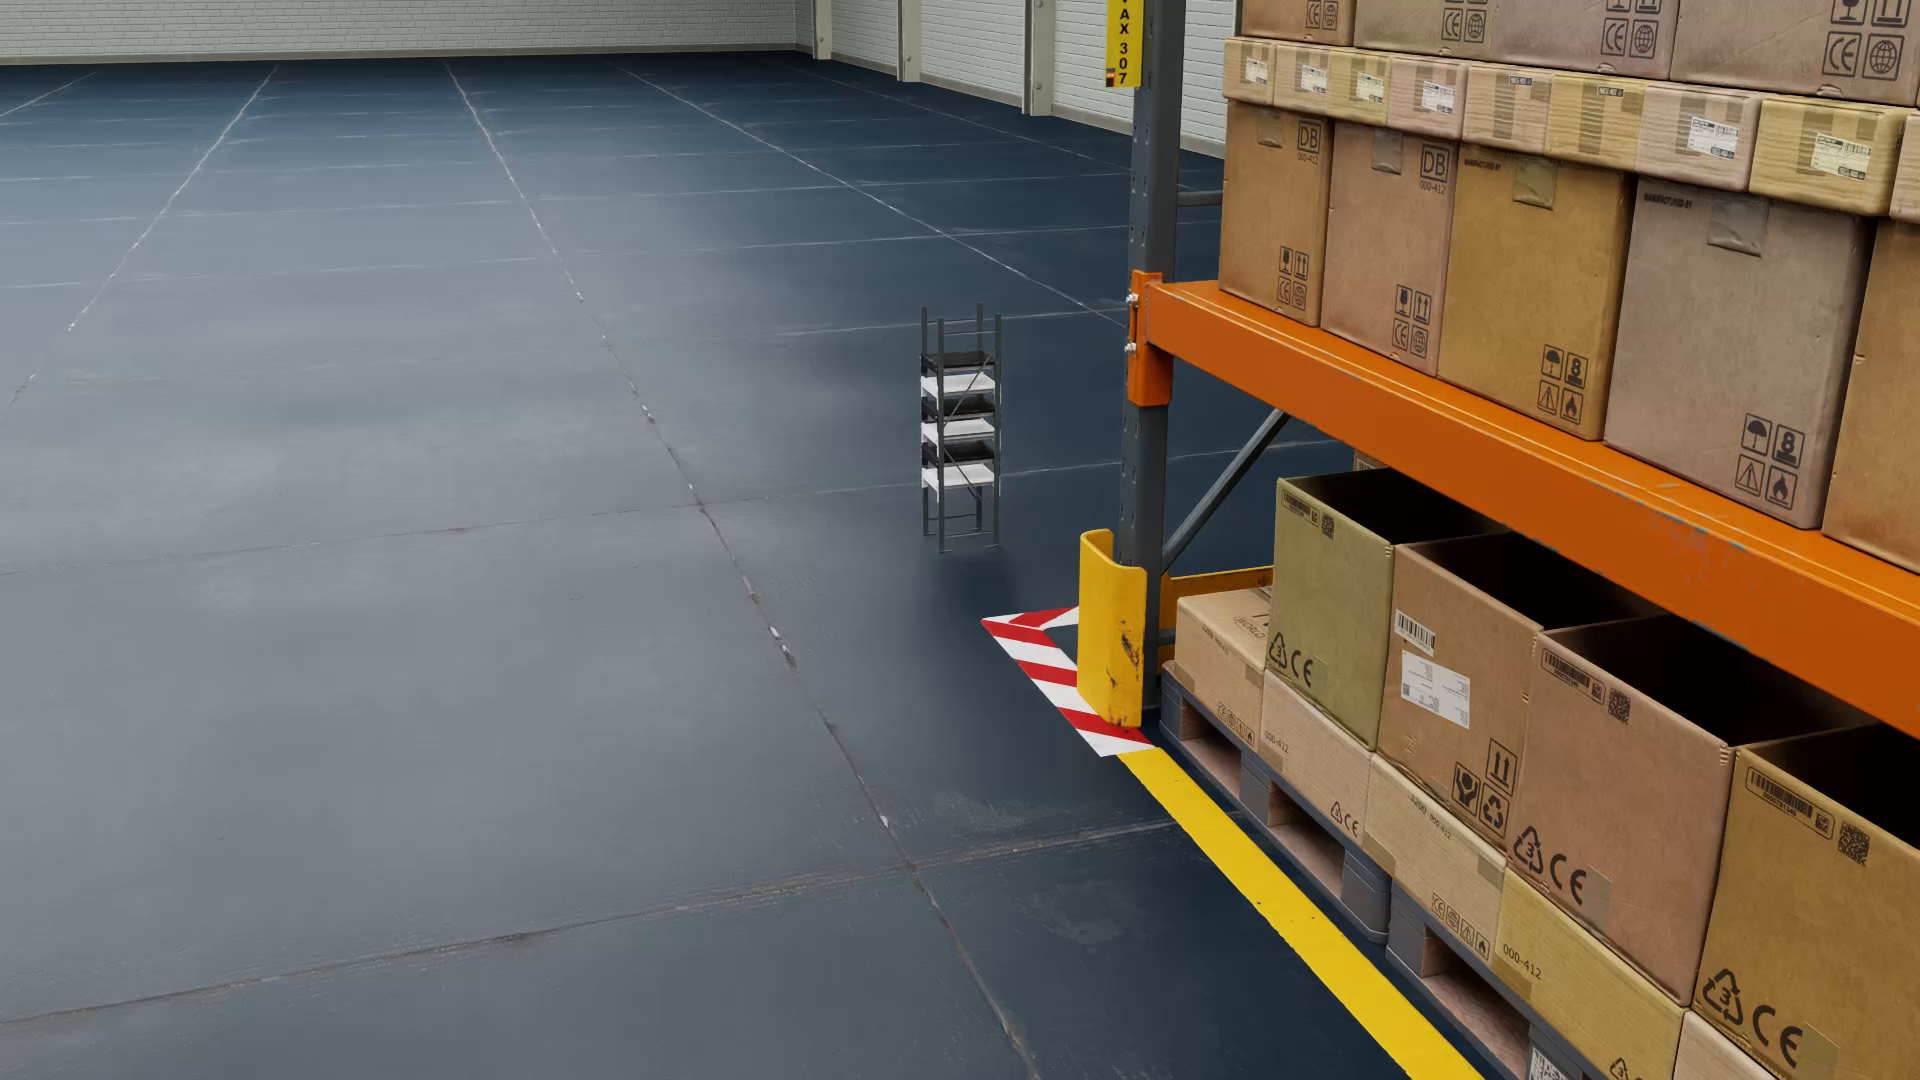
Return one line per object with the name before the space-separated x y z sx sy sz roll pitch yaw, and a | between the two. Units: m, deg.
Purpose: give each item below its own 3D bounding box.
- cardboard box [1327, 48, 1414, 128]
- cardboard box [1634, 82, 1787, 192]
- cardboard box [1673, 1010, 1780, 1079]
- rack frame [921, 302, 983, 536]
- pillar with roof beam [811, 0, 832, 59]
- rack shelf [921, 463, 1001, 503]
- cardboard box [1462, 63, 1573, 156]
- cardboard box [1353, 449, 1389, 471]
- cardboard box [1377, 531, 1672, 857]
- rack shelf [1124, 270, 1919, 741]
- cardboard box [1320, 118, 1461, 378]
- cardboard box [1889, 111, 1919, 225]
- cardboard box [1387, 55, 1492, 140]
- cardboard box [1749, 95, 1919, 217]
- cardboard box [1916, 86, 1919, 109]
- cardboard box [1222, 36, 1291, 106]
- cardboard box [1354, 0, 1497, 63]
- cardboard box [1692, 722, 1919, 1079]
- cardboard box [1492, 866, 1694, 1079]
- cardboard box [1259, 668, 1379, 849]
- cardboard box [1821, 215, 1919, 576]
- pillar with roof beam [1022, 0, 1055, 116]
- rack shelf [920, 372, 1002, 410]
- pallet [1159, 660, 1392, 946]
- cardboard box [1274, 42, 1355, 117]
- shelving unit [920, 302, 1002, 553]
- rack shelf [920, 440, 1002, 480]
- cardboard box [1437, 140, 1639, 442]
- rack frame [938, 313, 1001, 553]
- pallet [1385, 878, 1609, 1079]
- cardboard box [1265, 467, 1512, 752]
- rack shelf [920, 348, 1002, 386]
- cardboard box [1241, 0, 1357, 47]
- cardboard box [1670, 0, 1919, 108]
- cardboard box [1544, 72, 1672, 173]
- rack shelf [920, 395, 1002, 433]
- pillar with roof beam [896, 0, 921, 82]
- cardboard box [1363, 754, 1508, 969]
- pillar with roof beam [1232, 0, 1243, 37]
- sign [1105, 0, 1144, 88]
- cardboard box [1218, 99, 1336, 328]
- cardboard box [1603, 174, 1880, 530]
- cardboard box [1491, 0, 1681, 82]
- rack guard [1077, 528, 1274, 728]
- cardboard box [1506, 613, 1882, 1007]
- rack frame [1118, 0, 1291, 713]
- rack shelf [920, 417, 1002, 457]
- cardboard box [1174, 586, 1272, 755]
cardboard box | 1.041 -1.002 3.661 0.380 0.149 0.250 -6 21 -17
cardboard box | 1.361 -0.673 2.746 0.380 0.149 0.250 -6 21 -17
cardboard box | 1.545 0.971 2.722 0.500 0.250 0.500 -6 21 -17
rack frame | -0.029 -0.454 6.348 0.240 0.900 0.006 -6 21 -17
pillar with roof beam | -6.814 -13.351 30.275 9.100 9.000 0.400 -6 21 -17
rack shelf | 0.003 -0.220 6.329 0.258 0.077 0.200 -6 21 -17
cardboard box | 1.204 -0.836 3.198 0.380 0.149 0.250 -7 21 -19
cardboard box | 1.411 -0.079 4.536 0.500 0.500 0.500 -6 21 -17
cardboard box | 1.245 0.295 3.494 0.500 0.500 0.500 -6 21 -17
rack shelf | 1.588 0.017 2.995 1.077 0.370 4.000 -6 21 -17
cardboard box | 1.264 -0.691 3.755 0.700 0.500 0.500 -6 21 -16
cardboard box | 1.530 -0.504 2.275 0.380 0.149 0.250 -6 21 -16
cardboard box | 1.118 -0.921 3.435 0.380 0.149 0.250 -7 21 -18
cardboard box | 1.444 -0.589 2.511 0.380 0.149 0.250 -6 21 -15
cardboard box | 1.754 -0.802 2.144 0.700 0.500 0.500 -6 21 -17
cardboard box | 0.878 -1.167 4.120 0.380 0.149 0.250 -7 21 -18
cardboard box | 1.281 -1.284 3.488 0.700 0.500 0.500 -7 21 -19
cardboard box | 1.557 0.617 2.599 0.500 0.500 0.500 -6 21 -17
cardboard box | 1.387 0.811 3.169 0.500 0.250 0.500 -6 21 -17
cardboard box | 1.078 0.489 4.064 0.500 0.250 0.500 -6 21 -17
cardboard box | 1.745 -0.198 2.383 0.700 0.500 0.500 -6 21 -16
pillar with roof beam | -3.042 -9.500 19.554 9.100 9.000 0.400 -6 21 -17
rack shelf | 0.003 -0.559 6.208 0.258 0.077 0.200 -6 21 -17
pallet | 1.240 0.590 4.461 1.003 0.211 1.213 -6 21 -17
cardboard box | 0.964 -1.082 3.885 0.380 0.149 0.250 -7 21 -19
shelving unit | 0.003 -0.421 6.257 0.258 0.900 0.210 -6 21 -17
rack shelf | 0.003 -0.305 6.299 0.258 0.077 0.200 -6 21 -17
cardboard box | 1.414 -0.531 3.310 0.700 0.500 0.500 -6 21 -17
rack frame | 0.034 -0.388 6.166 0.240 0.900 0.006 -6 21 -17
pallet | 1.619 0.981 3.373 1.003 0.211 1.213 -6 21 -17
cardboard box | 1.076 0.136 3.936 0.500 0.500 0.500 -6 21 -17
rack shelf | 0.003 -0.644 6.177 0.258 0.077 0.200 -6 21 -17
cardboard box | 1.111 -1.453 3.956 0.700 0.500 0.500 -6 21 -17
cardboard box | 1.598 -0.962 2.590 0.700 0.500 0.500 -6 21 -17
cardboard box | 1.285 -0.754 2.970 0.380 0.149 0.250 -7 21 -18
rack shelf | 0.003 -0.474 6.238 0.258 0.077 0.200 -6 21 -17
pillar with roof beam | -4.928 -11.426 24.915 9.100 9.000 0.400 -6 21 -17
cardboard box | 1.234 0.650 3.617 0.500 0.250 0.500 -6 21 -17
pillar with roof beam | -1.156 -7.575 14.193 9.100 9.000 0.400 -6 21 -17
sign | 0.431 -1.351 4.342 0.100 0.325 0.005 -6 21 -17
cardboard box | 1.094 -0.859 4.223 0.700 0.500 0.500 -6 21 -17
cardboard box | 1.583 -0.362 2.840 0.700 0.500 0.500 -6 21 -16
cardboard box | 1.440 -1.123 3.038 0.700 0.500 0.500 -6 21 -17
rack guard | 0.952 0.206 5.104 1.175 0.500 0.348 -6 21 -17
cardboard box | 1.386 0.458 3.042 0.500 0.500 0.500 -6 21 -17
rack frame | 0.959 -0.963 4.660 1.000 3.000 0.127 -6 21 -17
rack shelf | 0.003 -0.390 6.268 0.258 0.077 0.200 -6 21 -17
cardboard box | 0.917 0.329 4.509 0.500 0.250 0.500 -6 21 -17
